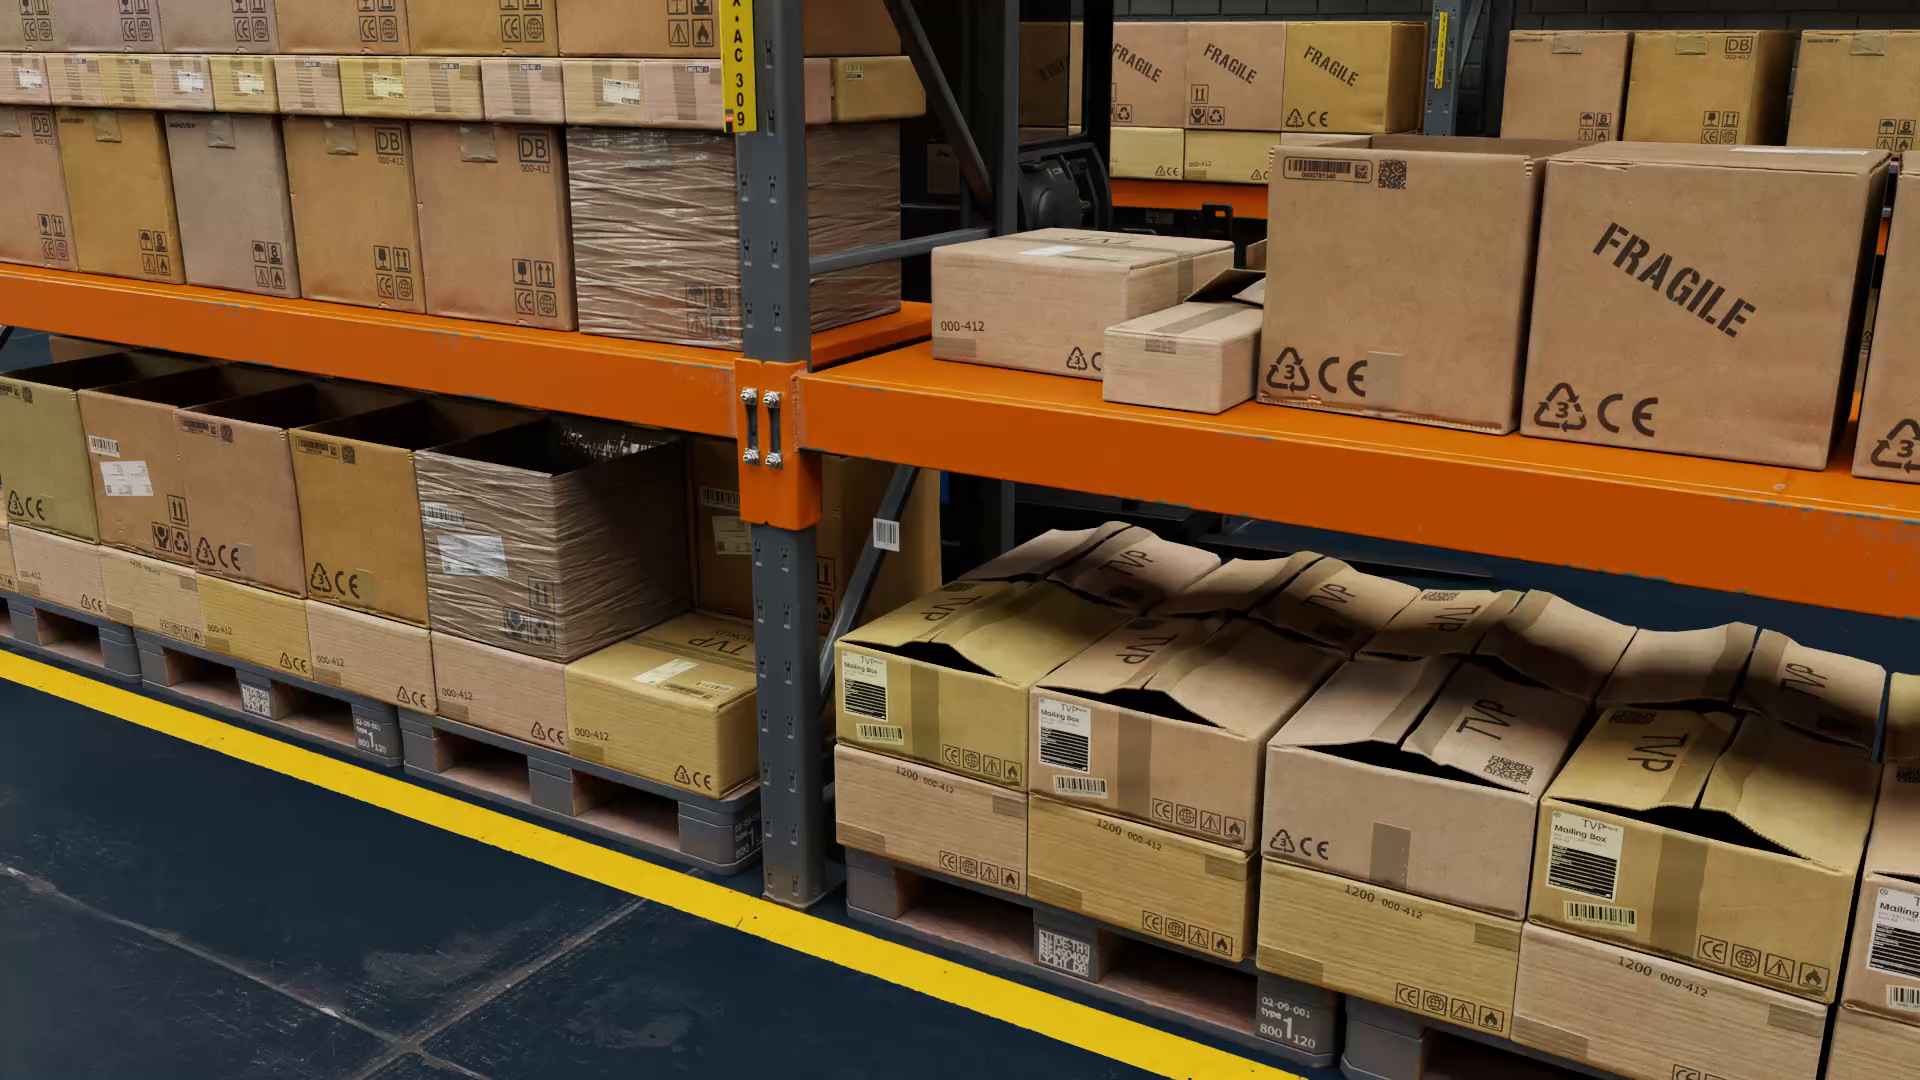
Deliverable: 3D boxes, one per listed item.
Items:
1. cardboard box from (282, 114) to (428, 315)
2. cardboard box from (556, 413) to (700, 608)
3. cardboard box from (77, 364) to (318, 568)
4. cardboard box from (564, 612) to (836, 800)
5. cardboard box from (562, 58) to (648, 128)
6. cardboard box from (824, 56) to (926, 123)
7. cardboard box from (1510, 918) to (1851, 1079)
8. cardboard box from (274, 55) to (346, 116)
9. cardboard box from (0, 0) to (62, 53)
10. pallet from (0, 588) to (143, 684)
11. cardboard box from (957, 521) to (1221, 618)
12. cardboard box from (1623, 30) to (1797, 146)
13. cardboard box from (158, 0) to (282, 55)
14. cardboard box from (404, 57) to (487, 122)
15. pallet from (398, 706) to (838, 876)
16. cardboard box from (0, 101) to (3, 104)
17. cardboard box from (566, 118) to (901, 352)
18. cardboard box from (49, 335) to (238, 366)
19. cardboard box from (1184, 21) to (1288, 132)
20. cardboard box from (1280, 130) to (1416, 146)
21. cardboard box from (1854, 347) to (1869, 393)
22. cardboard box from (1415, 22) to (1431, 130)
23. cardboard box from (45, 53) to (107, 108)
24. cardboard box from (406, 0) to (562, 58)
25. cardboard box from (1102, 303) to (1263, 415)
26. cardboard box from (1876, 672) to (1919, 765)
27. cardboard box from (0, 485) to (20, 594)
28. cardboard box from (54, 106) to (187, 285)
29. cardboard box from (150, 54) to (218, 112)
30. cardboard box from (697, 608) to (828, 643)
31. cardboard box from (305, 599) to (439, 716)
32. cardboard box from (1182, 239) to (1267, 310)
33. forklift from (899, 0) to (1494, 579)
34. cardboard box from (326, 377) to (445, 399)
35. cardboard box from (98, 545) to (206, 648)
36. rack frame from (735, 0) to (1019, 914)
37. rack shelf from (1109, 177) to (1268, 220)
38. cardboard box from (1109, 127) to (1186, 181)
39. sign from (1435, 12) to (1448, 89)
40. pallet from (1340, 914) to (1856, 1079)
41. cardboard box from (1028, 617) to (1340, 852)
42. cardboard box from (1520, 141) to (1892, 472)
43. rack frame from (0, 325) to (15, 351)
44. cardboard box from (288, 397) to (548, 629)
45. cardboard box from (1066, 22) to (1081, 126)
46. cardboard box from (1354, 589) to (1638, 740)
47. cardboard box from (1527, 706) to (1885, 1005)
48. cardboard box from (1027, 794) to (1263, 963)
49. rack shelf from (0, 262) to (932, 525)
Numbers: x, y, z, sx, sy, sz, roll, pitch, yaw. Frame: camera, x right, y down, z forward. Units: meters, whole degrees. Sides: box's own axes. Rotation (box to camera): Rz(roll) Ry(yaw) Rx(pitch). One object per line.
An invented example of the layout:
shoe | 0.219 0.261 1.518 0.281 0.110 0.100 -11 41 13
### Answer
cardboard box | -1.421 -0.949 4.674 0.500 0.500 0.700 10 20 31
cardboard box | -0.823 -0.146 4.919 0.500 0.500 0.500 10 20 30
cardboard box | -2.370 -0.247 5.252 0.500 0.500 0.500 10 20 30
cardboard box | -0.671 0.418 4.351 0.500 0.250 0.500 10 20 30
cardboard box | -0.715 -1.064 3.936 0.250 0.149 0.380 10 19 29
cardboard box | -0.289 -1.127 4.142 0.250 0.149 0.380 10 20 30
cardboard box | 1.363 0.791 3.123 0.500 0.250 0.500 11 20 31
cardboard box | -1.587 -1.220 4.448 0.250 0.149 0.380 11 20 32
cardboard box | -2.683 -1.796 5.229 0.500 0.500 0.700 10 19 29
pallet | -2.896 0.152 6.018 1.213 0.211 1.003 10 20 30
cardboard box | 0.334 0.157 4.246 0.500 0.311 0.500 10 20 30
cardboard box | 3.316 -1.993 7.352 0.500 0.500 0.700 13 21 36
cardboard box | -1.826 -1.643 4.726 0.500 0.500 0.700 10 20 30
cardboard box | -1.164 -1.143 4.196 0.250 0.149 0.380 10 20 30
pallet | -0.817 0.523 4.796 1.213 0.211 1.003 10 20 30
cardboard box | -2.910 -1.456 5.224 0.250 0.149 0.380 10 20 30
cardboard box | -0.543 -0.794 4.161 0.500 0.500 0.700 10 19 29
cardboard box | -2.957 -0.524 6.165 0.500 0.500 0.500 10 20 30
cardboard box | 1.435 -2.274 8.139 0.500 0.500 0.500 10 20 30
cardboard box | 1.866 -1.842 8.008 0.500 0.250 0.500 10 20 30
cardboard box | 3.944 -0.660 7.437 0.500 0.500 0.700 10 20 31
cardboard box | 2.137 -2.327 8.315 0.500 0.500 0.500 10 19 29
cardboard box | -2.468 -1.377 4.965 0.250 0.149 0.380 9 19 28
cardboard box | -0.974 -1.491 4.224 0.500 0.500 0.700 10 20 30
cardboard box | 0.487 -0.374 3.384 0.250 0.149 0.380 10 20 30
cardboard box | 2.069 0.467 3.228 0.500 0.311 0.500 10 19 29
cardboard box | -3.229 -0.037 5.850 0.500 0.250 0.500 10 20 30
cardboard box | -2.309 -1.106 5.190 0.500 0.500 0.700 10 20 30
cardboard box | -2.039 -1.299 4.710 0.250 0.149 0.380 10 20 31
cardboard box | -0.398 0.289 4.776 0.500 0.250 0.500 10 20 30
cardboard box | -1.526 0.268 4.848 0.500 0.250 0.500 10 20 30
cardboard box | 0.684 -0.527 3.687 0.258 0.266 0.396 10 19 29
forklift | 0.573 -1.328 6.211 3.031 2.935 1.130 7 18 23
cardboard box | -1.672 -0.300 5.425 0.500 0.500 0.500 10 20 30
cardboard box | -2.376 0.114 5.352 0.500 0.250 0.500 10 20 30
rack frame | -0.162 -0.680 3.958 0.127 3.000 1.000 10 20 30
rack shelf | 0.724 -1.867 9.105 4.000 0.370 1.077 10 20 30
cardboard box | 1.009 -1.993 8.504 0.500 0.250 0.500 10 20 30
sign | 2.150 -2.186 7.427 0.005 0.325 0.100 10 20 30
pallet | 1.530 0.942 3.416 1.213 0.211 1.003 10 20 30
cardboard box | 0.484 0.369 3.550 0.500 0.311 0.500 10 19 29
cardboard box | 1.360 -0.450 3.031 0.500 0.500 0.500 10 20 30
rack frame | -3.570 -1.288 5.961 0.127 3.000 1.000 10 20 30
cardboard box | -1.519 -0.094 4.749 0.500 0.500 0.500 10 20 30
cardboard box | 0.568 -2.432 8.660 0.500 0.500 0.500 11 20 32
cardboard box | 1.204 0.311 3.739 0.500 0.311 0.500 10 20 30
cardboard box | 1.371 0.525 3.037 0.500 0.311 0.500 11 20 32
cardboard box | 0.487 0.636 3.636 0.500 0.250 0.500 11 20 31
rack shelf | -1.866 -0.640 5.064 4.000 0.370 1.077 10 20 30
